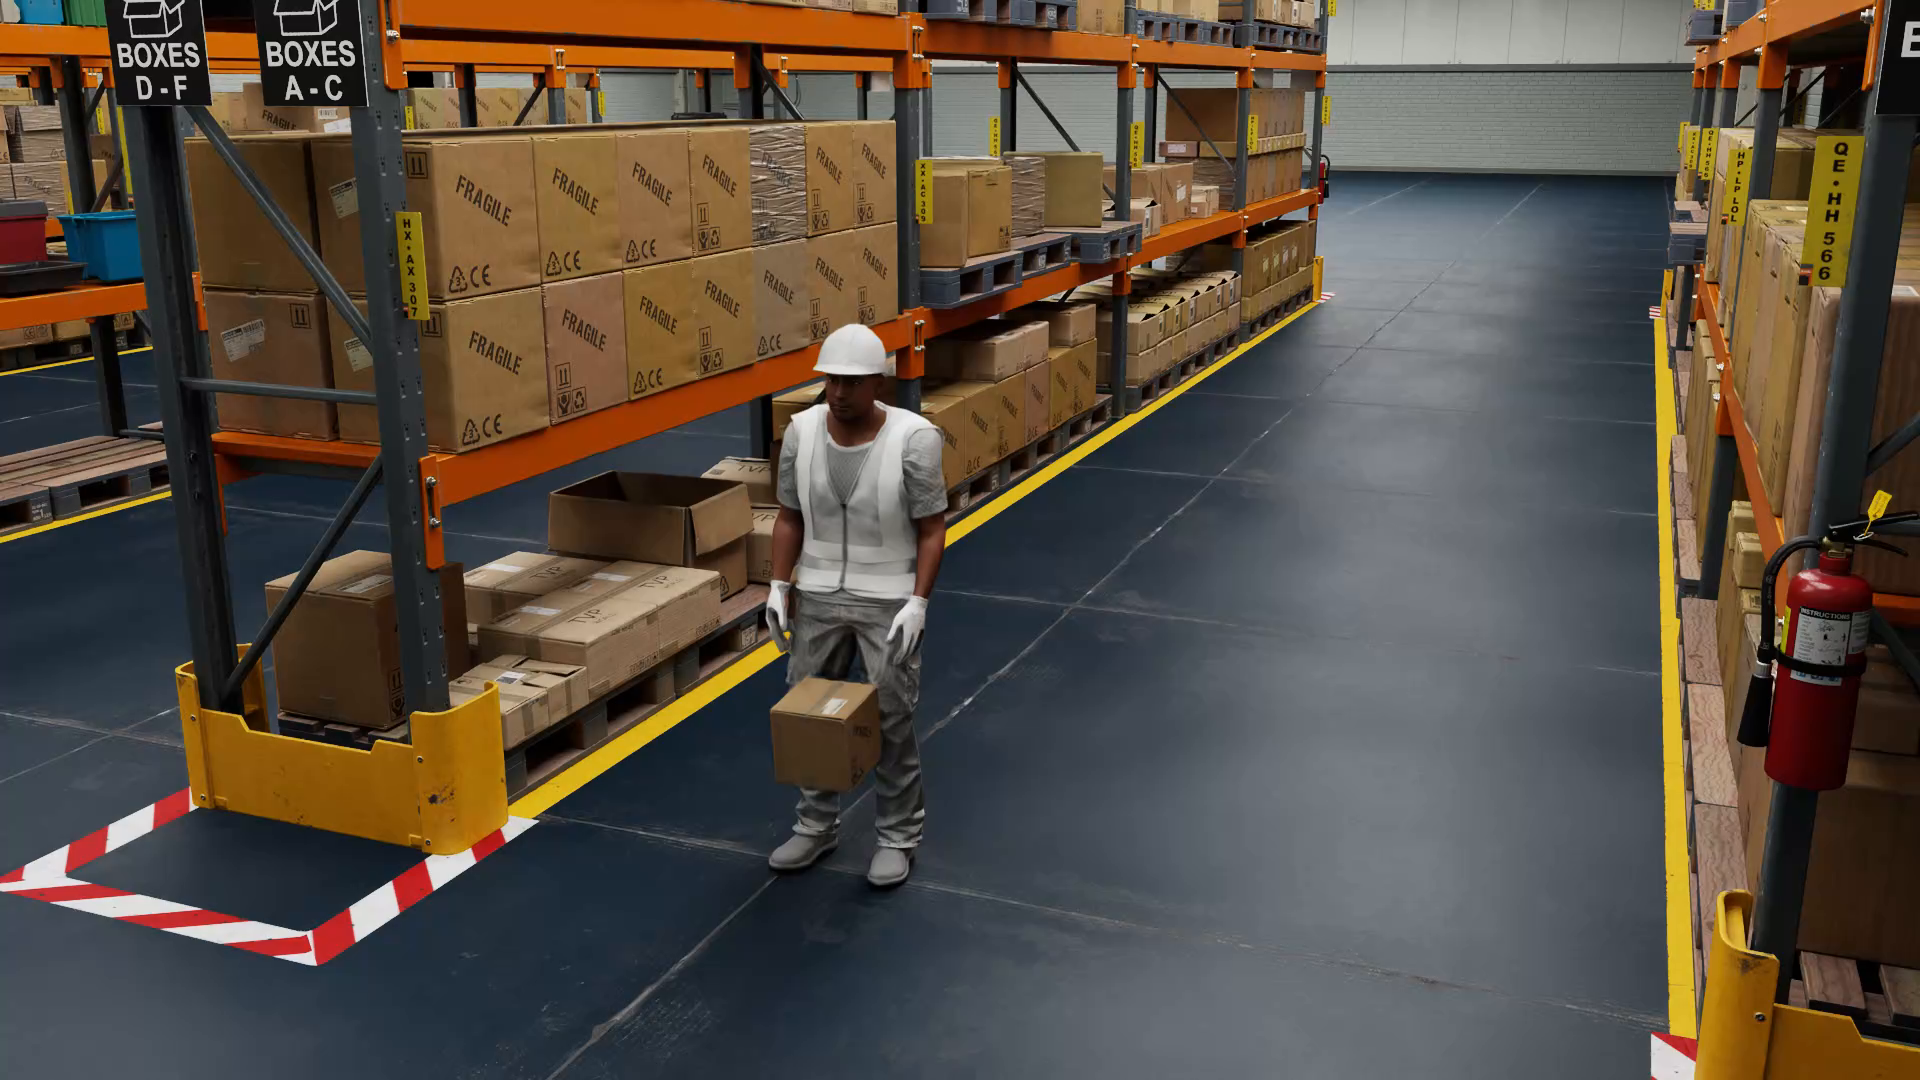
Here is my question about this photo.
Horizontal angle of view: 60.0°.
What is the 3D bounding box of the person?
[{"bbox_3d":[-0.321,0.200,5.254,0.575,1.781,0.411,5,16,19],"label":"person"}]
